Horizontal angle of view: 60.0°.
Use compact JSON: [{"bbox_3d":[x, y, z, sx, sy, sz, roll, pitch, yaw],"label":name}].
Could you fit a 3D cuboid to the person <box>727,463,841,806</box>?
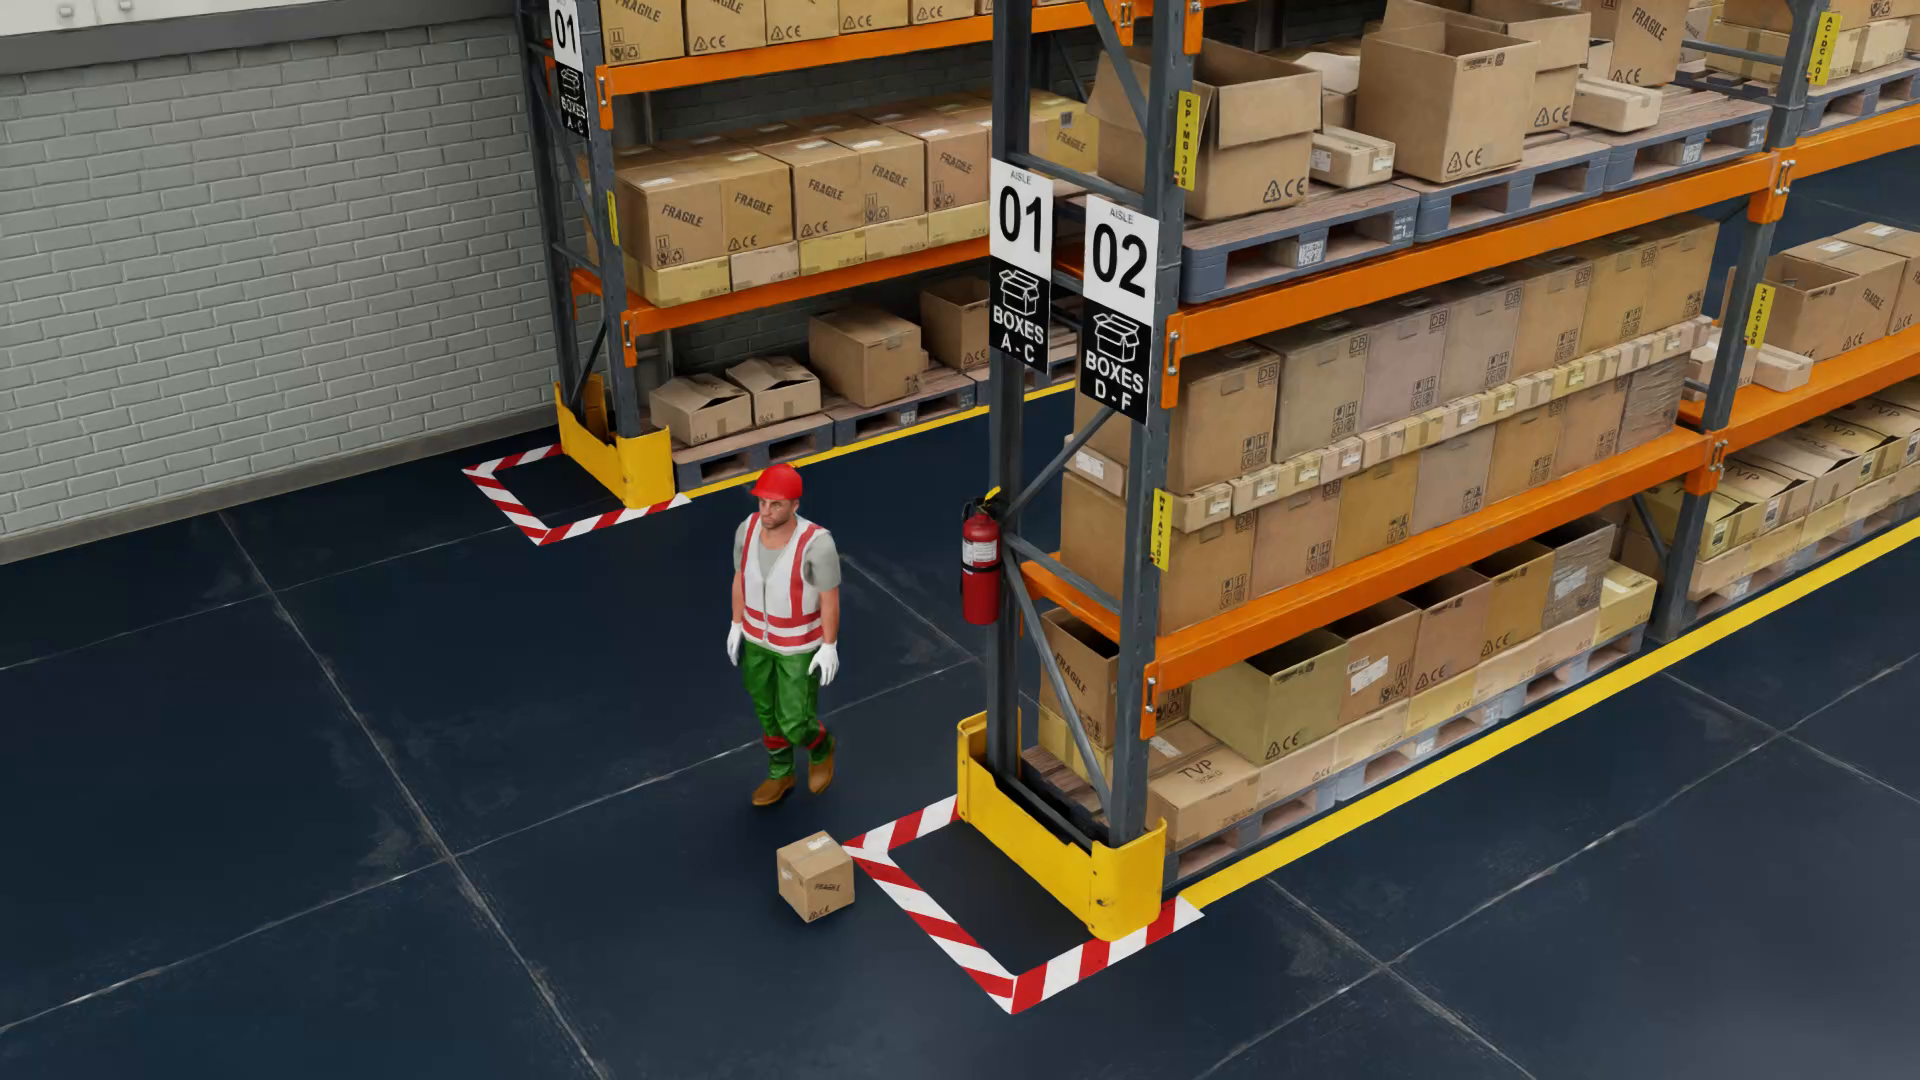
[{"bbox_3d":[-0.814,0.457,7.695,0.568,1.786,0.479,14,31,24],"label":"person"}]
